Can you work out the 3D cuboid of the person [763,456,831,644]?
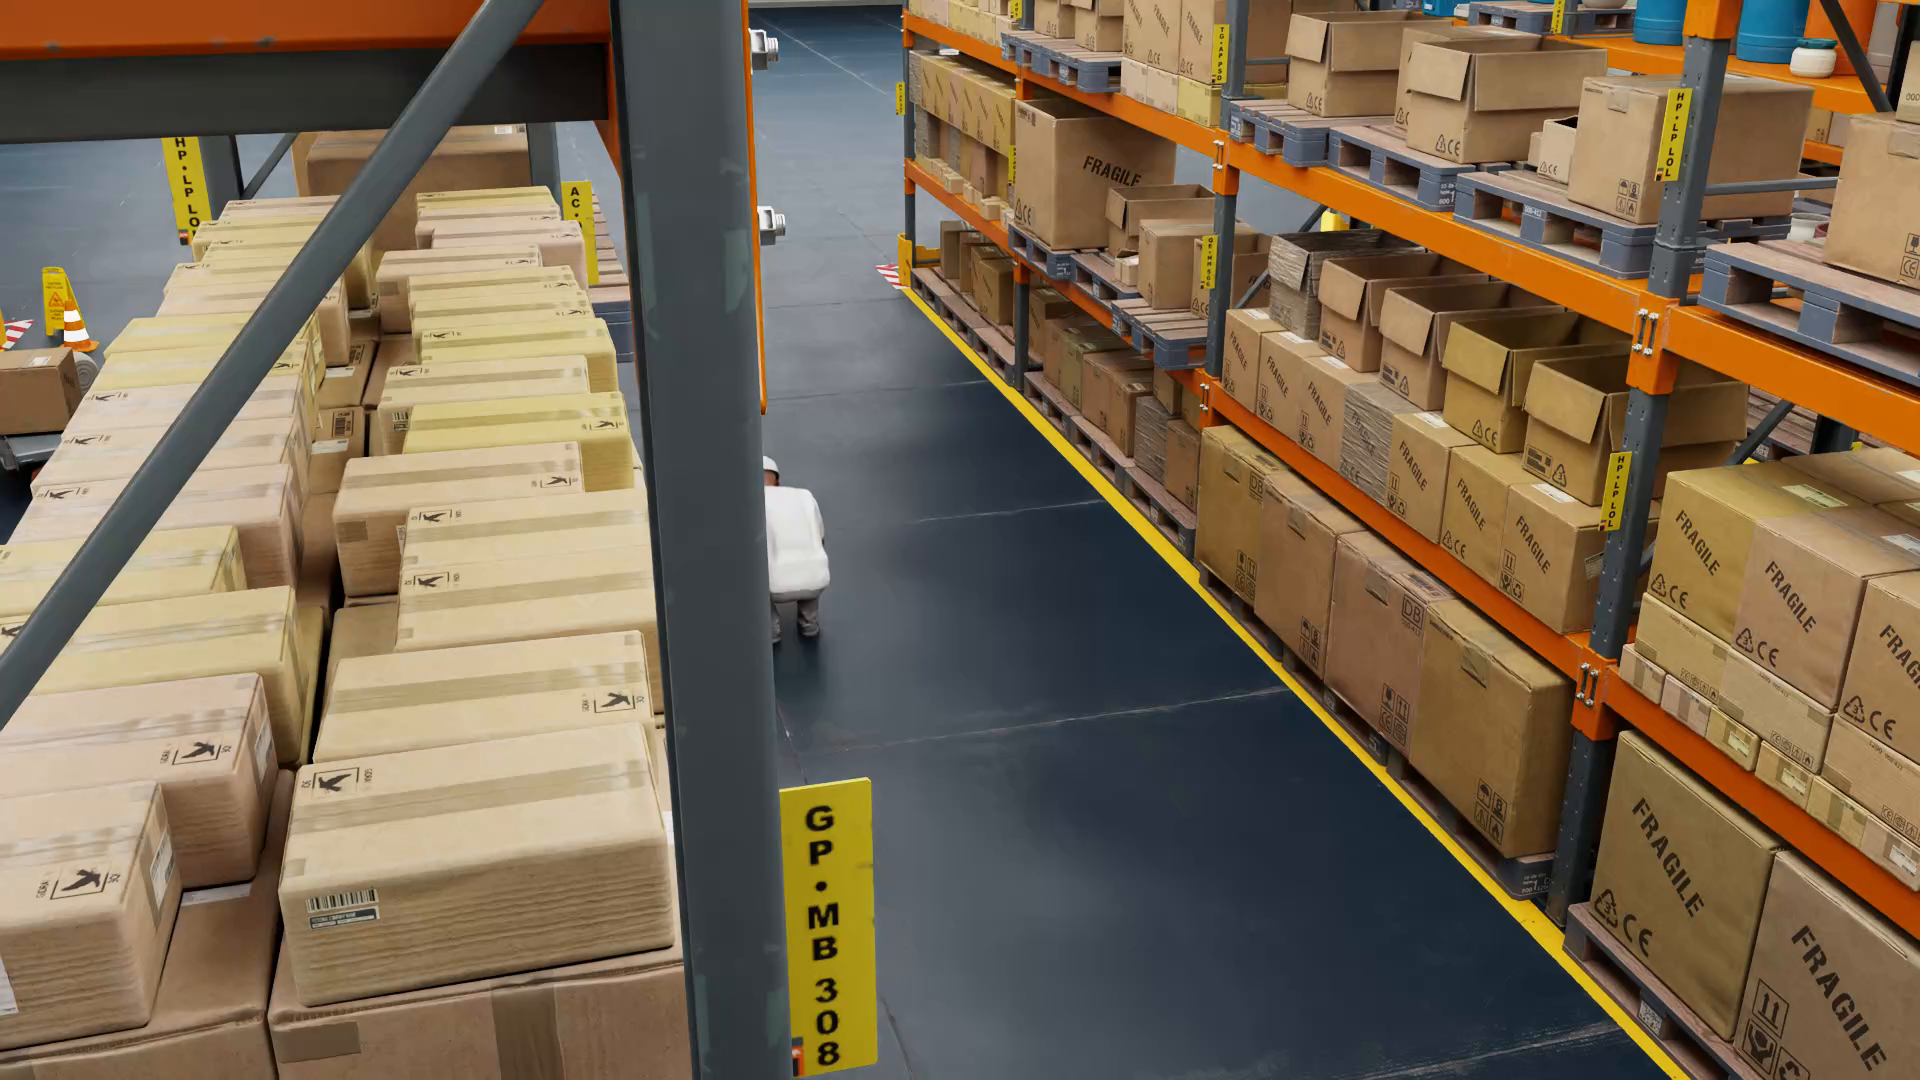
[{"bbox_3d":[-1.073,0.054,9.932,0.595,1.003,0.856,-6,24,-14],"label":"person"}]
